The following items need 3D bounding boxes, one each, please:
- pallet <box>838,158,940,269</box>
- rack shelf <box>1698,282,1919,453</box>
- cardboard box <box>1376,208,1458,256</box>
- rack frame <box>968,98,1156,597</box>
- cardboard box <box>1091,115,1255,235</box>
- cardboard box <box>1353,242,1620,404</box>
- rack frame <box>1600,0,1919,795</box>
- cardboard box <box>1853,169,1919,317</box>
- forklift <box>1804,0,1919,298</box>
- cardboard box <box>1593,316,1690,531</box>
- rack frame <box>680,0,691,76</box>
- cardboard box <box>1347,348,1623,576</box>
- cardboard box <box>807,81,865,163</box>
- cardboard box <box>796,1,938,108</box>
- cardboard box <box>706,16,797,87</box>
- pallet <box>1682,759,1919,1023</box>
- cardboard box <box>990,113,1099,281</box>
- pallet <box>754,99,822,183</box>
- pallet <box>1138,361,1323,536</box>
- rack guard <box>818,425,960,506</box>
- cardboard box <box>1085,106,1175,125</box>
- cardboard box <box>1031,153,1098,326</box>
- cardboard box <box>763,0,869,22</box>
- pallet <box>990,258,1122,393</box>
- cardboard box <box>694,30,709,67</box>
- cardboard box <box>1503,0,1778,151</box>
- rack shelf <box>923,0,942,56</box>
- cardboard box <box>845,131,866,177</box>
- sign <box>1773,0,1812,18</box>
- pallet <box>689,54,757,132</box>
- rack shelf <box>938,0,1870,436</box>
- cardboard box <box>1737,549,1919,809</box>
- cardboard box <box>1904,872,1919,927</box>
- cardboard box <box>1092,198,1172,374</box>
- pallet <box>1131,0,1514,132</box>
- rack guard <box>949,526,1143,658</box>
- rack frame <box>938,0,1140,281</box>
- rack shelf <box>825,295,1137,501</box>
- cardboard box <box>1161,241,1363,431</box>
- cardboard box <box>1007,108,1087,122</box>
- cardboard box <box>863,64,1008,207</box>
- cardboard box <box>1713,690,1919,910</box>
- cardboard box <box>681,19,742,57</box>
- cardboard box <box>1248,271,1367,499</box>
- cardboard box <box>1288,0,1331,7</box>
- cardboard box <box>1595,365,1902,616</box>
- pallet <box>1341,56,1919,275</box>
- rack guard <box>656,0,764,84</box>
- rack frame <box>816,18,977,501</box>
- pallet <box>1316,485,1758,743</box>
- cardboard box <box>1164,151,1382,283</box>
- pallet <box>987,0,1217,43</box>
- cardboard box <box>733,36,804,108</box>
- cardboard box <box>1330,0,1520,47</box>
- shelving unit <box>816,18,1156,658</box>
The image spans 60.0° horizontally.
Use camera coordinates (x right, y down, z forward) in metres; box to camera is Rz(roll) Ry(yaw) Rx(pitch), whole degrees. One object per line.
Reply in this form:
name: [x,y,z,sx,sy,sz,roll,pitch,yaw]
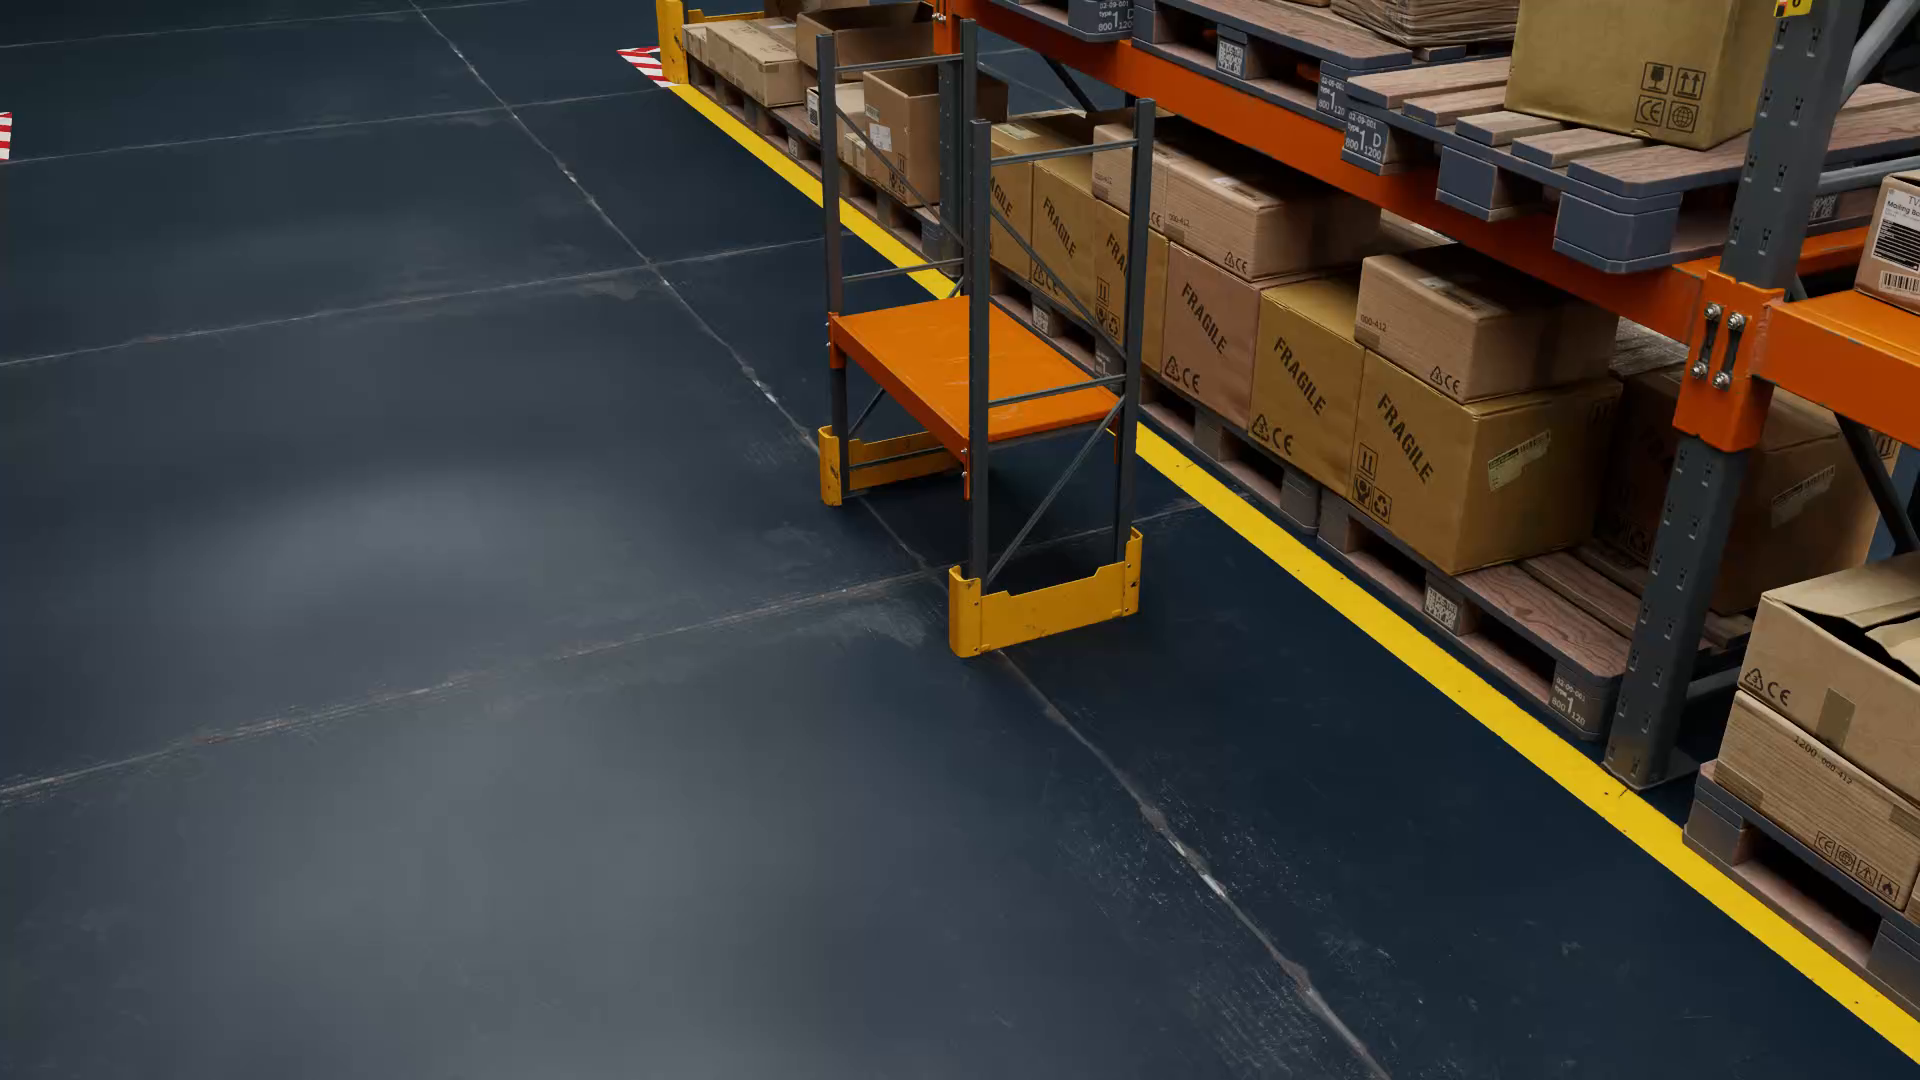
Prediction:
pallet: [0.092,-1.663,7.999,1.003,0.211,1.213,-13,32,-22]
rack shelf: [2.962,0.389,2.225,1.077,0.370,4.000,-13,32,-22]
cardboard box: [1.497,-0.853,5.811,0.500,0.500,0.500,-14,32,-24]
rack frame: [0.255,-0.392,4.416,0.500,1.500,0.032,-13,32,-22]
cardboard box: [0.803,-1.298,5.836,0.500,0.250,0.500,-13,32,-22]
cardboard box: [1.462,-0.625,4.637,0.500,0.250,0.500,-12,31,-20]
rack frame: [2.103,-0.808,3.625,1.000,3.000,0.127,-13,32,-22]
cardboard box: [2.220,-0.600,3.344,0.500,0.311,0.500,-11,31,-19]
forklift: [3.932,-2.121,6.036,1.130,2.935,3.031,-20,35,-31]
cardboard box: [1.936,-0.401,5.005,0.500,0.500,0.500,-14,32,-24]
rack frame: [-1.331,-4.342,9.927,1.000,3.000,0.127,-13,32,-22]
cardboard box: [1.490,-0.274,4.778,0.500,0.500,0.500,-12,31,-20]
cardboard box: [-0.437,-2.118,8.259,0.500,0.311,0.500,-13,32,-22]
cardboard box: [-0.425,-2.507,8.757,0.797,0.503,0.637,-13,32,-22]
cardboard box: [-1.139,-2.814,9.563,0.500,0.250,0.500,-13,32,-22]
pallet: [2.421,0.780,3.644,1.003,0.211,1.213,-13,32,-22]
cardboard box: [0.374,-1.412,6.807,0.500,0.500,0.500,-15,32,-24]
pallet: [-0.436,-2.202,8.962,1.003,0.211,1.213,-13,32,-22]
pallet: [1.297,-0.468,5.869,1.003,0.211,1.213,-13,32,-22]
rack guard: [-0.181,-0.295,5.521,0.587,0.250,0.087,-13,32,-22]
cardboard box: [0.857,-1.519,6.998,0.500,0.500,0.500,-13,32,-22]
cardboard box: [0.613,-1.179,6.391,0.500,0.500,0.500,-13,32,-21]
cardboard box: [-0.875,-3.255,10.095,0.500,0.500,0.500,-13,32,-22]
pallet: [0.769,-1.008,6.831,1.003,0.211,1.213,-13,32,-22]
cardboard box: [-1.355,-2.931,9.857,0.380,0.166,0.250,-13,32,-22]
cardboard box: [1.731,-1.290,3.952,0.700,0.500,0.500,-26,38,-38]
rack shelf: [-0.473,-3.145,8.527,1.077,0.370,4.000,-13,32,-22]
cardboard box: [-0.330,-1.869,7.981,0.380,0.149,0.250,-13,32,-22]
sign: [1.617,-1.161,3.150,0.100,0.325,0.005,-13,32,-22]
pallet: [-0.955,-2.740,9.922,1.003,0.211,1.213,-13,32,-22]
rack shelf: [1.245,-1.378,5.376,1.077,0.370,4.000,-13,32,-22]
cardboard box: [2.063,0.256,3.535,0.500,0.311,0.500,-12,31,-20]
cardboard box: [2.279,0.723,3.276,0.500,0.250,0.500,-14,32,-23]
cardboard box: [0.820,-0.957,5.995,0.500,0.500,0.500,-13,32,-21]
pallet: [1.264,-1.583,5.202,1.003,0.211,1.213,-13,32,-22]
rack guard: [0.247,0.145,4.736,0.587,0.250,0.087,-13,32,-22]
rack frame: [0.386,-2.575,6.776,1.000,3.000,0.127,-13,32,-22]
rack shelf: [0.037,-0.460,4.904,0.538,0.185,1.000,-13,32,-22]
cardboard box: [1.037,-0.733,5.596,0.500,0.500,0.500,-14,32,-24]
cardboard box: [0.401,-1.825,7.738,0.500,0.311,0.500,-13,32,-22]
cardboard box: [-0.115,-1.869,7.622,0.500,0.500,0.500,-13,32,-22]
cardboard box: [2.063,0.501,3.672,0.500,0.250,0.500,-13,32,-22]
cardboard box: [-1.462,-3.034,10.058,0.380,0.149,0.250,-13,32,-22]
cardboard box: [1.268,-0.503,5.185,0.500,0.500,0.500,-14,32,-24]
cardboard box: [1.200,-2.035,5.280,0.700,0.500,0.500,-22,36,-34]
cardboard box: [2.166,-0.171,4.594,0.500,0.500,0.500,-12,31,-20]
pallet: [1.749,-1.009,4.179,1.213,0.211,1.003,-13,32,-22]
rack guard: [-1.299,-3.218,10.478,1.175,0.500,0.348,-13,32,-22]
rack frame: [-0.182,-0.841,5.216,0.500,1.500,0.032,-13,32,-22]
pallet: [1.817,0.070,4.909,1.003,0.211,1.213,-13,32,-22]
cardboard box: [1.019,-1.076,5.441,0.500,0.250,0.500,-14,32,-23]
pallet: [0.630,-2.116,6.153,1.003,0.211,1.213,-13,32,-22]
cardboard box: [-0.925,-2.593,9.170,0.500,0.250,0.500,-13,32,-22]
cardboard box: [1.511,-1.734,4.744,0.700,0.500,0.500,-7,30,-13]
shelving unit: [0.033,-0.620,4.823,0.587,1.500,1.083,-13,32,-22]
